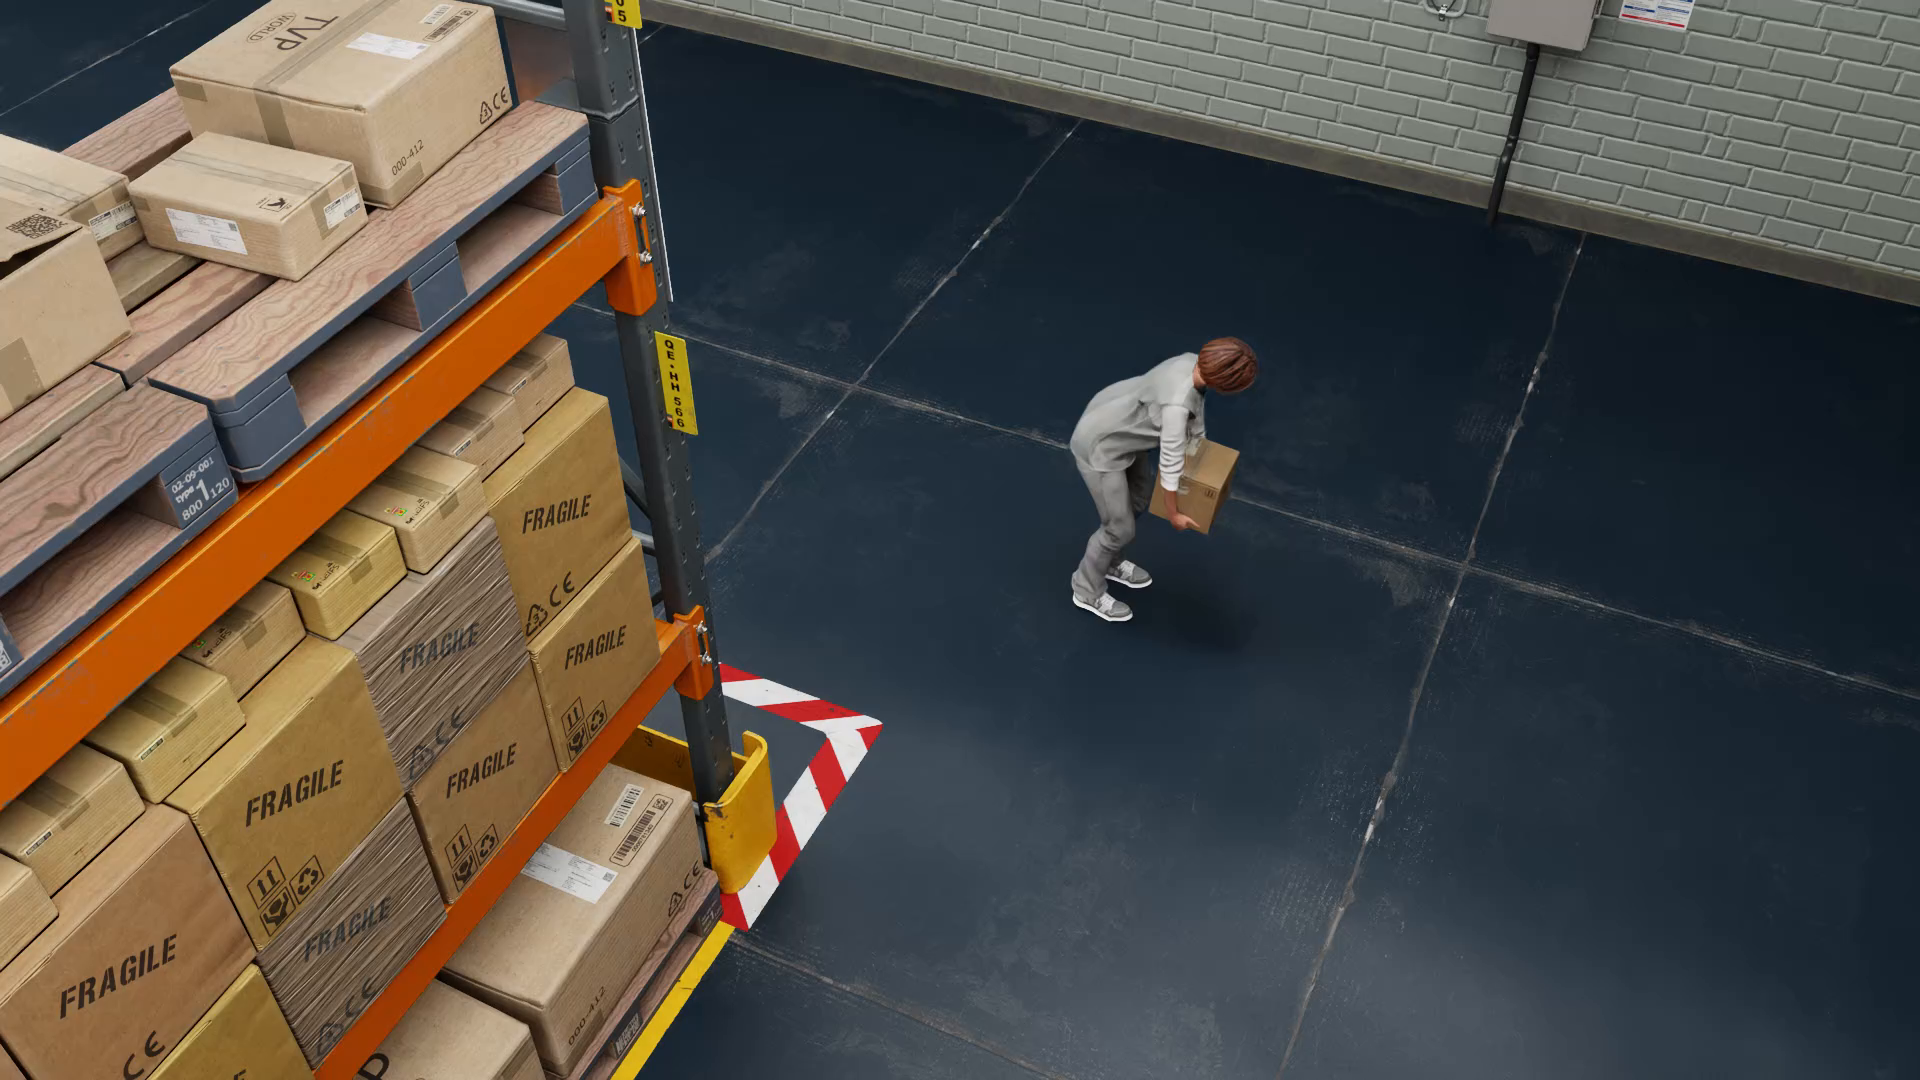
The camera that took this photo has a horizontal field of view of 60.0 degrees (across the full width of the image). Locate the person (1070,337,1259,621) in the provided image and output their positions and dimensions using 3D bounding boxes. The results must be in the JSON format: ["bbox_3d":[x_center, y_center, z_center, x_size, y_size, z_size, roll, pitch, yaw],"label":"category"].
[{"bbox_3d":[0.771,-0.256,6.579,0.691,1.424,0.375,17,45,17],"label":"person"}]
